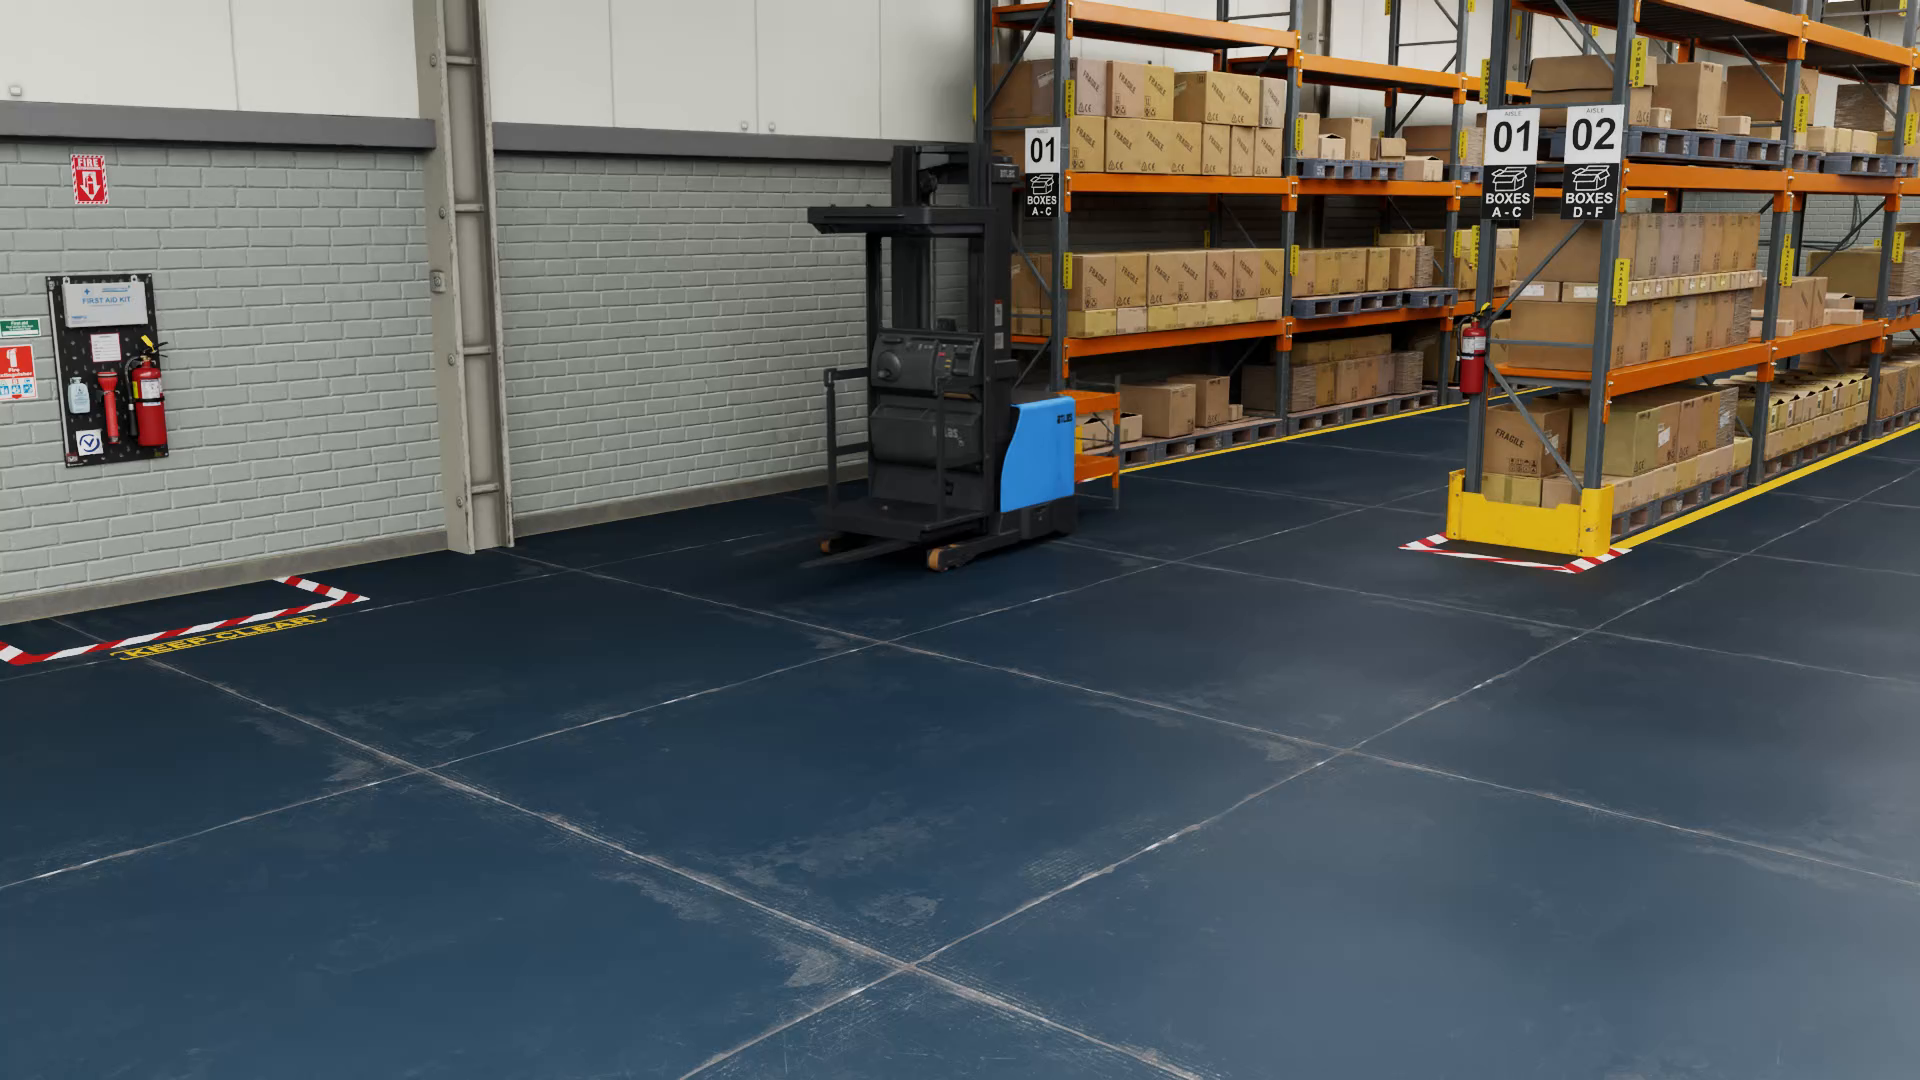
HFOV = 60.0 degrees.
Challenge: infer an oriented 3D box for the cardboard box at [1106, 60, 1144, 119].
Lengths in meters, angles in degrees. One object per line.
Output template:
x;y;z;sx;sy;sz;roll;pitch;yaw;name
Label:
1.369;-4.196;15.542;0.500;0.500;0.500;10;15;40;cardboard box

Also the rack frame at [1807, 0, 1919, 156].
9.568;-5.562;17.584;1.000;3.000;0.127;10;15;40;rack frame

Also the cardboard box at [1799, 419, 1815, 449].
8.058;-1.068;16.349;0.500;0.250;0.500;9;15;39;cardboard box

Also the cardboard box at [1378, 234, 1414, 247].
5.438;-3.739;20.739;0.380;0.149;0.250;7;13;31;cardboard box

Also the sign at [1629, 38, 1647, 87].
4.700;-3.309;11.528;0.100;0.325;0.005;10;15;40;sign

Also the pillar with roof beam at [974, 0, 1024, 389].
3.610;-4.683;13.184;9.100;9.000;0.400;10;15;40;pillar with roof beam

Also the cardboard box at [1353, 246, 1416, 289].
5.193;-3.369;20.541;0.700;0.500;0.500;8;14;35;cardboard box

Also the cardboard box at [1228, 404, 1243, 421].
2.873;-1.415;18.250;0.380;0.166;0.250;7;14;33;cardboard box

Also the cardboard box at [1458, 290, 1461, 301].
6.236;-3.165;21.491;0.380;0.149;0.250;9;15;40;cardboard box

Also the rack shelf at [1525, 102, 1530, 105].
9.805;-6.536;25.317;1.077;0.370;4.000;10;15;40;rack shelf

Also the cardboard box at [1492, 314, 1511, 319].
7.569;-2.757;23.272;0.750;0.750;0.750;10;15;42;cardboard box

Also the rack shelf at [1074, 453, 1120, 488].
0.822;-0.526;13.723;0.538;0.278;1.000;9;14;37;rack shelf

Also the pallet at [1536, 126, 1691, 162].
4.773;-2.971;12.497;1.003;0.211;1.213;10;15;40;pallet

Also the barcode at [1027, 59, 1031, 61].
0.657;-4.557;15.869;0.001;0.075;0.075;10;15;40;barcode

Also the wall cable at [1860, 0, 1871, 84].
17.159;-8.769;28.674;3.097;2.526;0.112;10;15;40;wall cable

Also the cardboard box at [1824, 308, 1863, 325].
9.182;-2.329;17.355;0.380;0.149;0.250;10;15;40;cardboard box

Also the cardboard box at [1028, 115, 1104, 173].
0.972;-3.630;15.261;0.500;0.500;0.500;10;15;42;cardboard box

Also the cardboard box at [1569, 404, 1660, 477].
5.137;-0.792;13.054;0.500;0.500;0.500;10;15;40;cardboard box

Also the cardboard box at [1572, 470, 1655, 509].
5.136;-0.425;13.128;0.500;0.250;0.500;10;15;40;cardboard box

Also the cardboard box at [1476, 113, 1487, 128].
7.452;-5.756;22.922;0.500;0.250;0.500;9;15;39;cardboard box

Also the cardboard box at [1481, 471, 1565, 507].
4.419;-0.418;13.093;0.500;0.250;0.500;10;15;40;cardboard box

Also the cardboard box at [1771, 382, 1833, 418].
8.401;-1.419;16.675;0.500;0.311;0.500;10;15;42;cardboard box

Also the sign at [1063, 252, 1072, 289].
0.971;-2.438;15.046;0.100;0.325;0.005;10;15;40;sign

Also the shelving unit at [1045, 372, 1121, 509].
0.822;-0.766;13.676;0.538;1.125;1.048;9;14;37;shelving unit

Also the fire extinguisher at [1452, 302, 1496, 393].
3.860;-1.448;12.500;0.296;0.674;0.183;10;15;40;fire extinguisher

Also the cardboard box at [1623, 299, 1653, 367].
4.948;-1.637;12.994;0.700;0.500;0.500;10;15;42;cardboard box

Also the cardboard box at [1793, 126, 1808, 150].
7.702;-3.806;15.759;0.500;0.250;0.500;8;14;35;cardboard box

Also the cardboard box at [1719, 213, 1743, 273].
6.307;-2.576;14.384;0.700;0.500;0.500;10;15;40;cardboard box

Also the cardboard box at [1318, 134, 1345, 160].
4.032;-4.465;18.907;0.500;0.311;0.500;10;15;42;cardboard box

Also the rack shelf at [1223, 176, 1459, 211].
4.524;-4.084;19.679;1.077;0.370;4.000;10;15;40;rack shelf

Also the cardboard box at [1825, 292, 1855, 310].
9.295;-2.529;17.941;0.500;0.311;0.500;11;16;44;cardboard box

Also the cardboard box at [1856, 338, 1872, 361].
10.715;-2.306;19.941;0.500;0.250;0.500;9;15;39;cardboard box

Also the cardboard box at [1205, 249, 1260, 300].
2.799;-2.792;17.448;0.500;0.500;0.500;10;15;40;cardboard box

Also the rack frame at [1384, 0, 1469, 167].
5.844;-6.202;20.788;1.000;3.000;0.127;10;15;40;rack frame

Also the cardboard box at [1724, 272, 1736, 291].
6.401;-2.217;14.243;0.380;0.149;0.250;10;15;40;cardboard box

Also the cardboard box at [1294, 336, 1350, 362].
4.306;-2.282;19.822;0.500;0.250;0.500;9;15;39;cardboard box

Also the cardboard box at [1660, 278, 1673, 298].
5.388;-1.992;13.116;0.380;0.149;0.250;9;14;38;cardboard box

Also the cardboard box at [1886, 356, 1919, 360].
11.434;-1.944;20.043;0.500;0.500;0.500;10;15;41;cardboard box

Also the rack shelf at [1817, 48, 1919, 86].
10.888;-5.307;19.167;1.077;0.370;4.000;10;15;40;rack shelf

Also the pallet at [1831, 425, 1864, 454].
8.995;-1.137;17.863;1.003;0.211;1.213;10;15;40;pallet

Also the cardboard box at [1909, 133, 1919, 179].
10.167;-4.284;18.587;0.910;0.500;0.500;10;15;40;cardboard box

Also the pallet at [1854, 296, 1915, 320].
9.963;-2.635;18.735;1.213;0.211;1.003;10;15;40;pallet

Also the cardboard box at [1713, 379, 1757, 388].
7.984;-1.485;17.003;0.500;0.311;0.500;10;15;40;cardboard box

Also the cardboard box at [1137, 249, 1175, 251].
2.059;-2.785;17.415;0.500;0.500;0.500;10;15;42;cardboard box

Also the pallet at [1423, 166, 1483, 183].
6.230;-4.740;21.609;1.213;0.211;1.003;11;16;43;pallet

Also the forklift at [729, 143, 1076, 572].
-0.375;-1.320;11.835;1.130;2.935;3.031;8;14;36;forklift

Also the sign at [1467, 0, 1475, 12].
6.258;-6.630;20.344;0.100;0.325;0.005;10;15;40;sign

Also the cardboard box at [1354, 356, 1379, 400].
4.674;-2.000;20.324;0.700;0.500;0.500;10;15;40;cardboard box

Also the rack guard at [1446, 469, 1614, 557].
4.271;-0.214;12.506;1.175;0.500;0.348;10;15;40;rack guard

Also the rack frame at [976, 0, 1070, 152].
0.564;-5.025;14.895;1.000;3.000;0.127;10;15;40;rack frame

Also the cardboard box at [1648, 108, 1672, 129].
5.196;-3.216;12.707;0.380;0.149;0.250;10;15;40;cardboard box

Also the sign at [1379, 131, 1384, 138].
5.433;-5.096;21.388;0.100;0.325;0.005;10;15;40;sign

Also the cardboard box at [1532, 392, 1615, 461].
5.067;-0.935;13.767;0.500;0.500;0.500;10;15;40;cardboard box

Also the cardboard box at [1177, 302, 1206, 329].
2.132;-2.277;16.783;0.500;0.250;0.500;10;15;41;cardboard box

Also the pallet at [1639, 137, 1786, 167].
6.384;-3.330;14.295;1.003;0.211;1.213;10;15;40;pallet

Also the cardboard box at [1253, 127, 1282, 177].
3.055;-4.095;17.589;0.500;0.500;0.500;10;15;42;cardboard box

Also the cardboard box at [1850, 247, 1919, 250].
11.321;-3.314;20.315;0.500;0.500;0.700;-9;15;-39;cardboard box

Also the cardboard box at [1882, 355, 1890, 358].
11.027;-2.007;20.358;0.500;0.500;0.500;10;15;41;cardboard box
